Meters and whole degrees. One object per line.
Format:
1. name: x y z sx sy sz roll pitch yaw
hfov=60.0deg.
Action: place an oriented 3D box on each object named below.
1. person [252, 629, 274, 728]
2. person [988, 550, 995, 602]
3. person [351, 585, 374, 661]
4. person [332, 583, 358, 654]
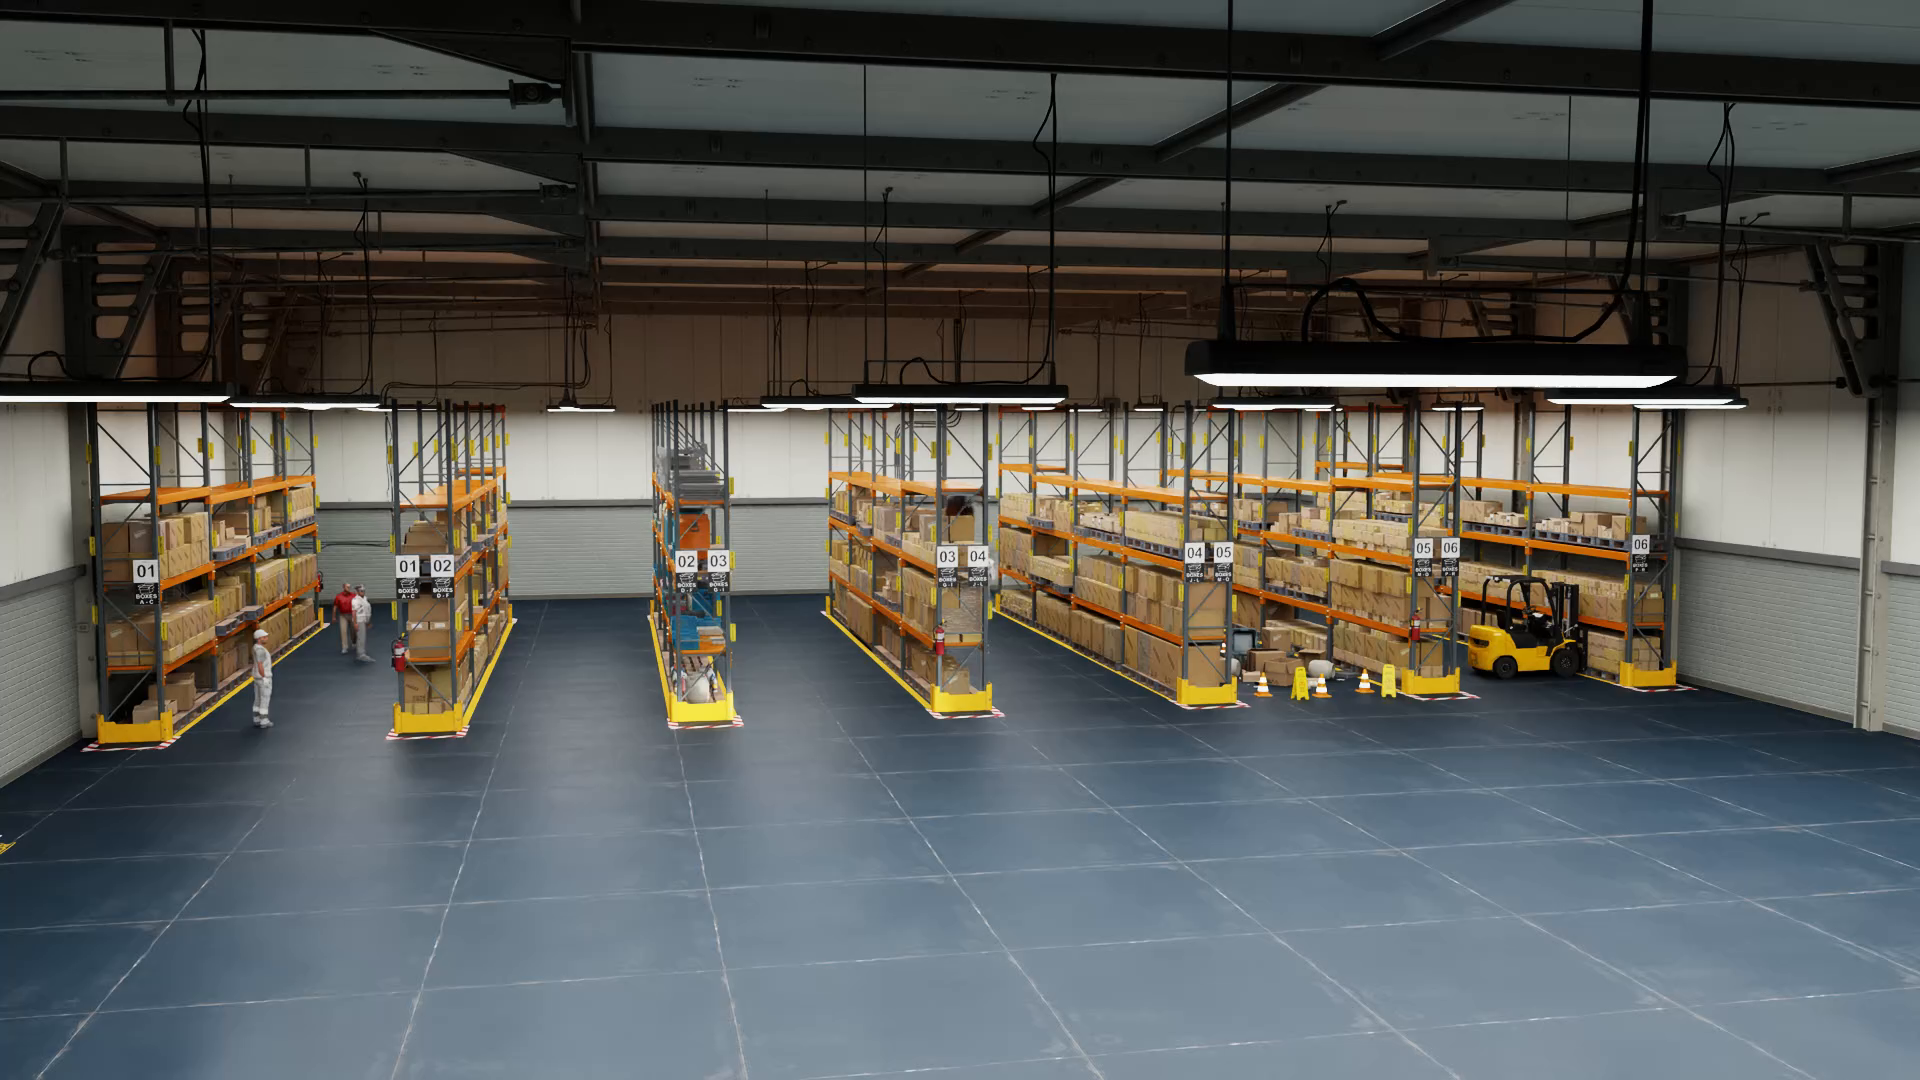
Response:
1. person: -12.765 2.529 30.466 0.415 1.798 0.565 -4 6 -45
2. person: 0.763 1.139 49.693 0.521 1.729 0.465 -3 5 -37
3. person: -13.913 1.920 38.806 0.476 1.778 0.562 0 4 -5
4. person: -14.767 1.868 40.058 0.706 1.677 1.086 -1 5 -17
